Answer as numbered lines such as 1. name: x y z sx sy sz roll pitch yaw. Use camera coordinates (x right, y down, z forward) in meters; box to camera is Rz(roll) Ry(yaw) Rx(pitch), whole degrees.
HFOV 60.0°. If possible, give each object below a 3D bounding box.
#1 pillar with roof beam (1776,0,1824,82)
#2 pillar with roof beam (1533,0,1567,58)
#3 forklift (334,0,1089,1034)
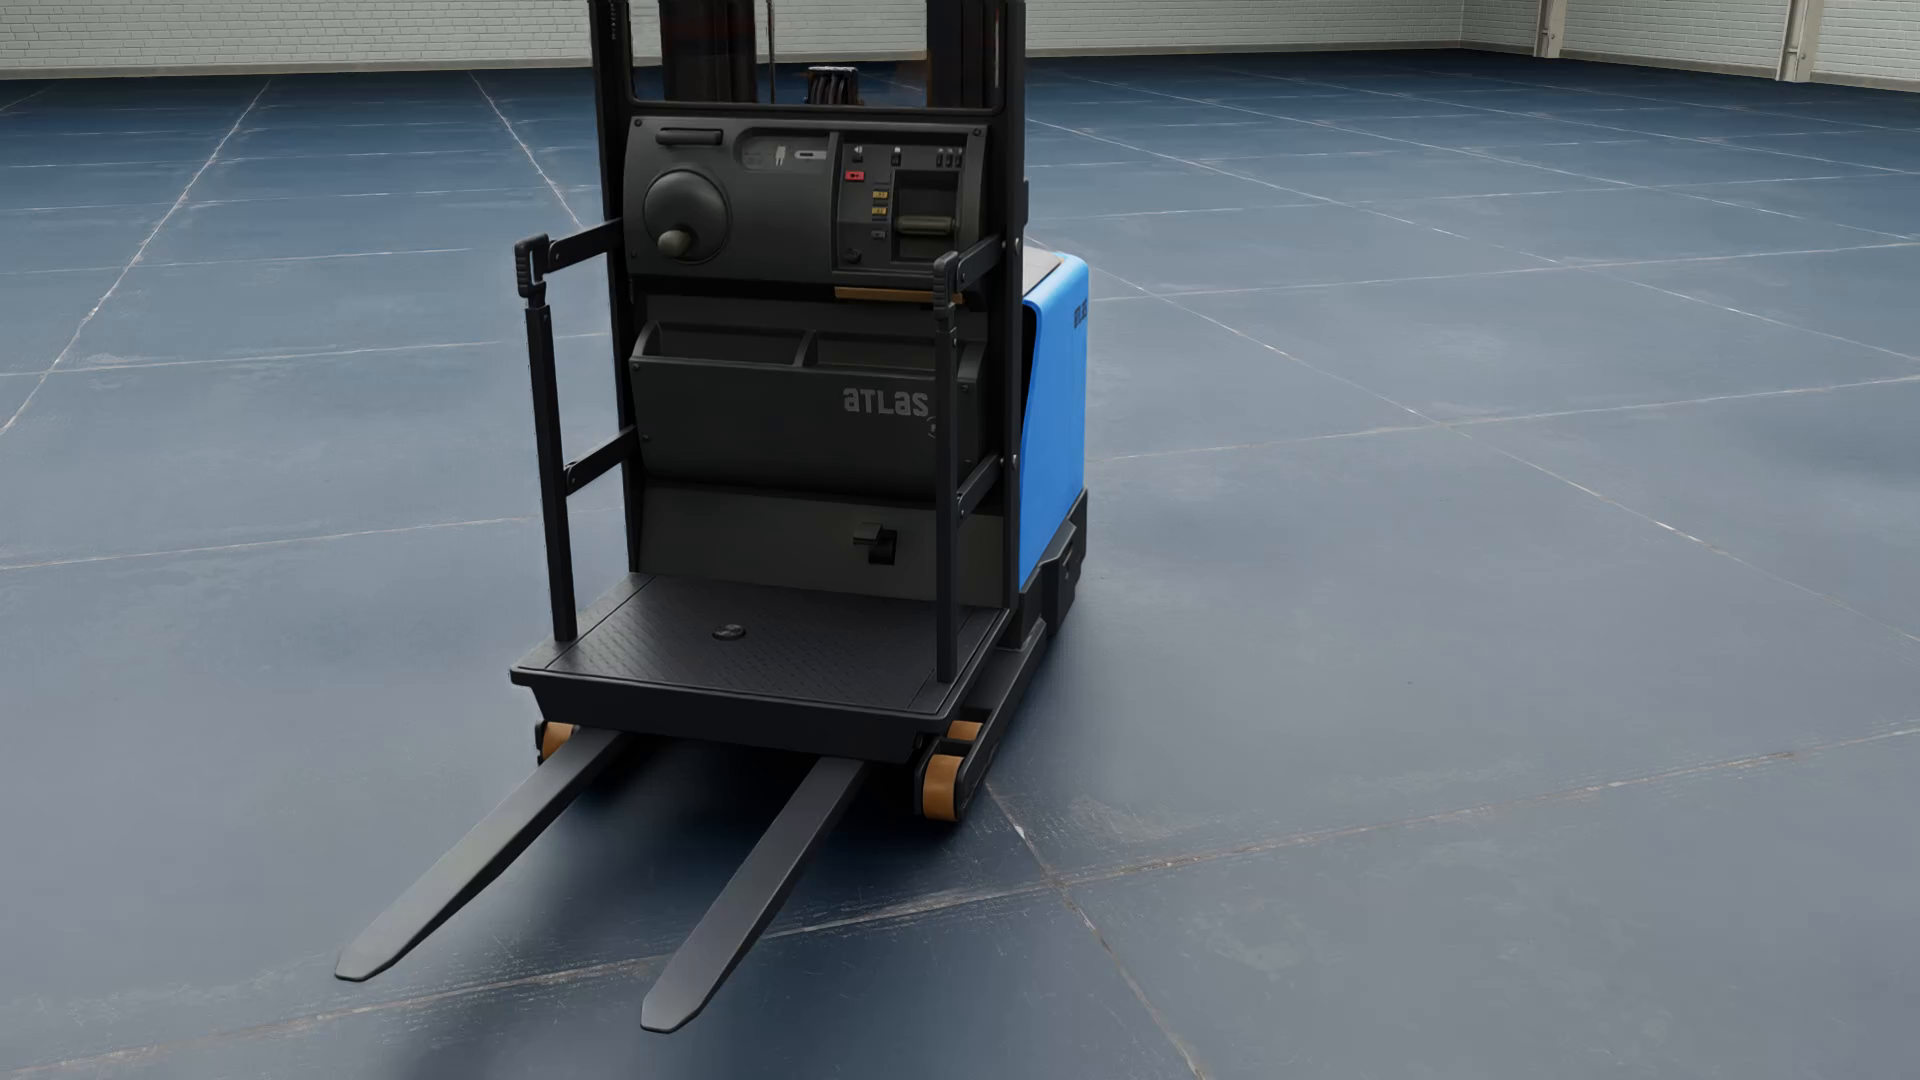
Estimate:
1. pillar with roof beam: 8.692 -10.815 22.715 9.100 9.000 0.400 -6 21 -17
2. pillar with roof beam: 6.806 -12.741 28.076 9.100 9.000 0.400 -6 21 -17
3. forklift: -0.444 -0.840 3.920 1.130 2.935 3.031 5 20 14
